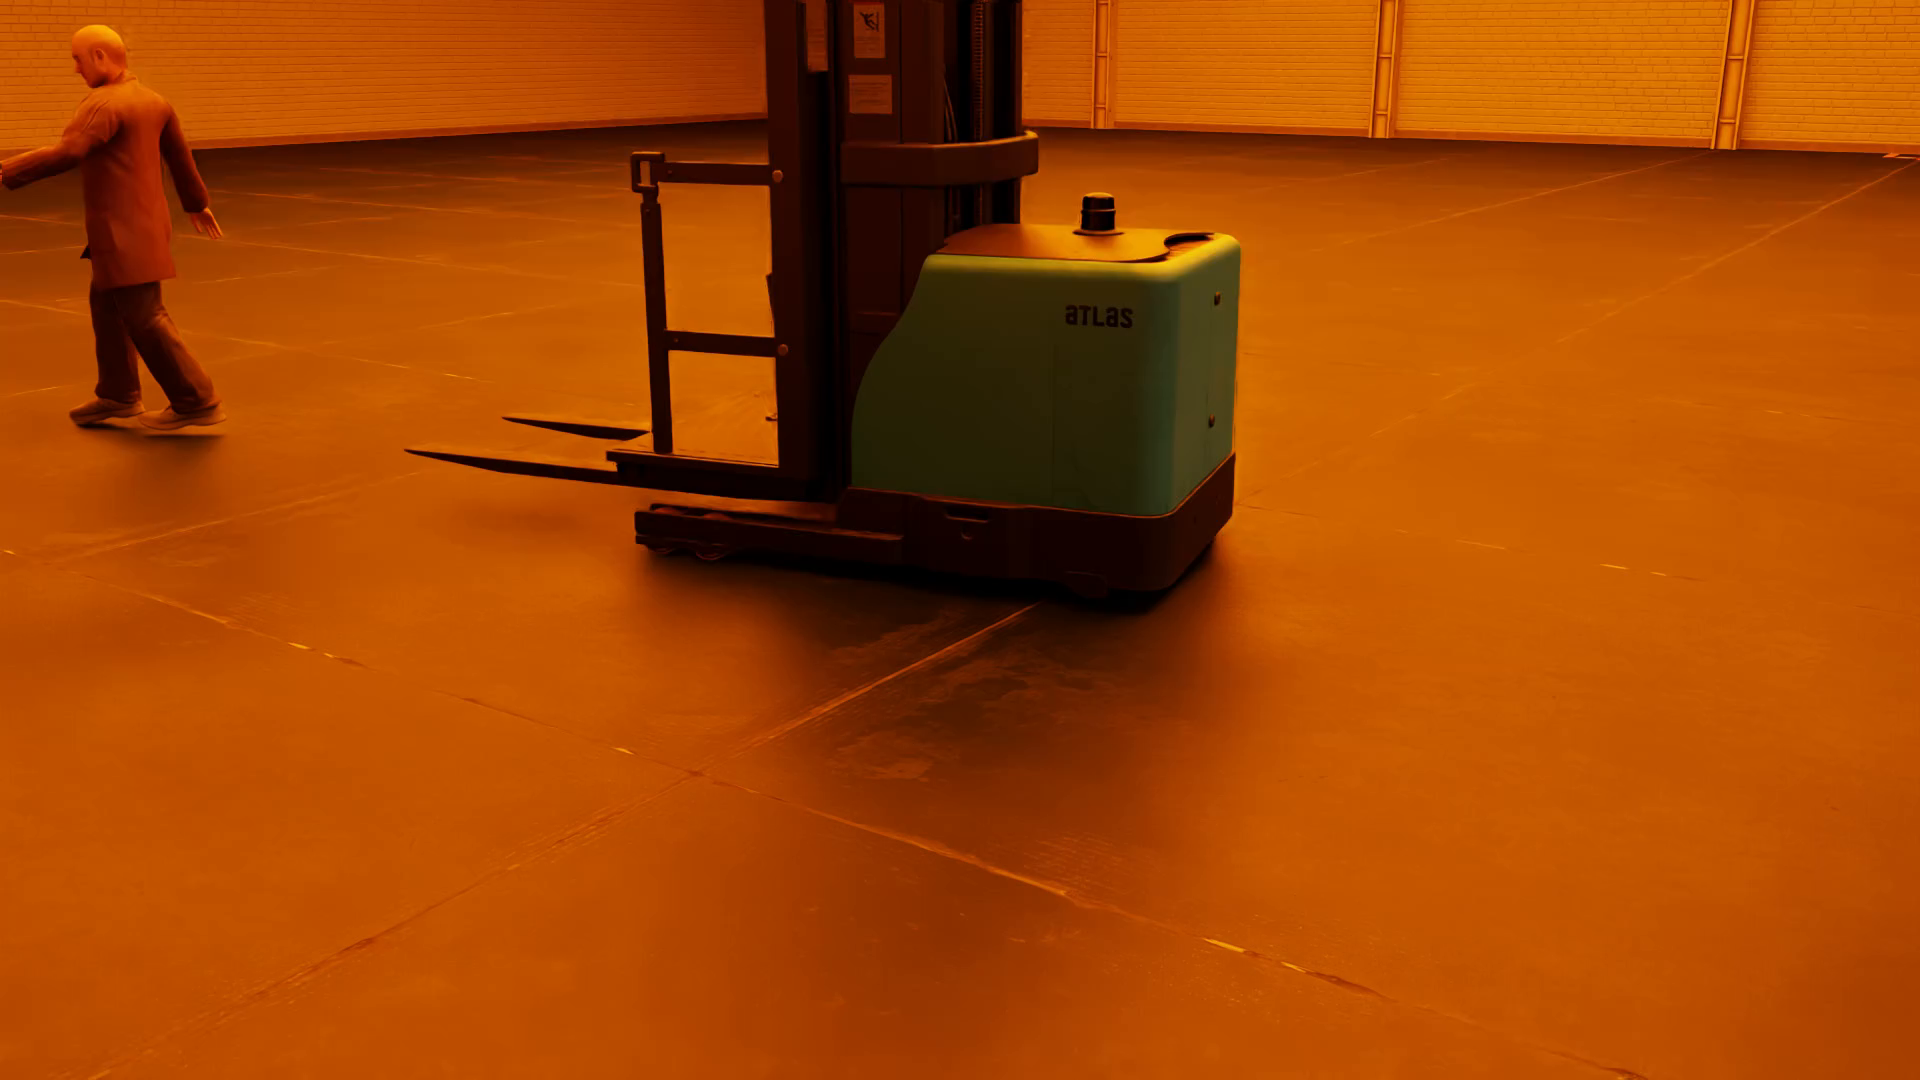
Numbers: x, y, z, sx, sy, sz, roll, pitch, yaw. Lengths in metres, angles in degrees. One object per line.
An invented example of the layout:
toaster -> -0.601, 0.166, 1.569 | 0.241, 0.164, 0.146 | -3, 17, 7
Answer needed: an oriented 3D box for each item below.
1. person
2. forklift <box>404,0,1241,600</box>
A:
person -> -3.747, -1.378, 7.409 | 0.812, 1.755, 1.022 | -1, 17, -3
forklift -> -0.589, -1.465, 5.732 | 3.031, 2.935, 1.130 | 6, 18, 21
